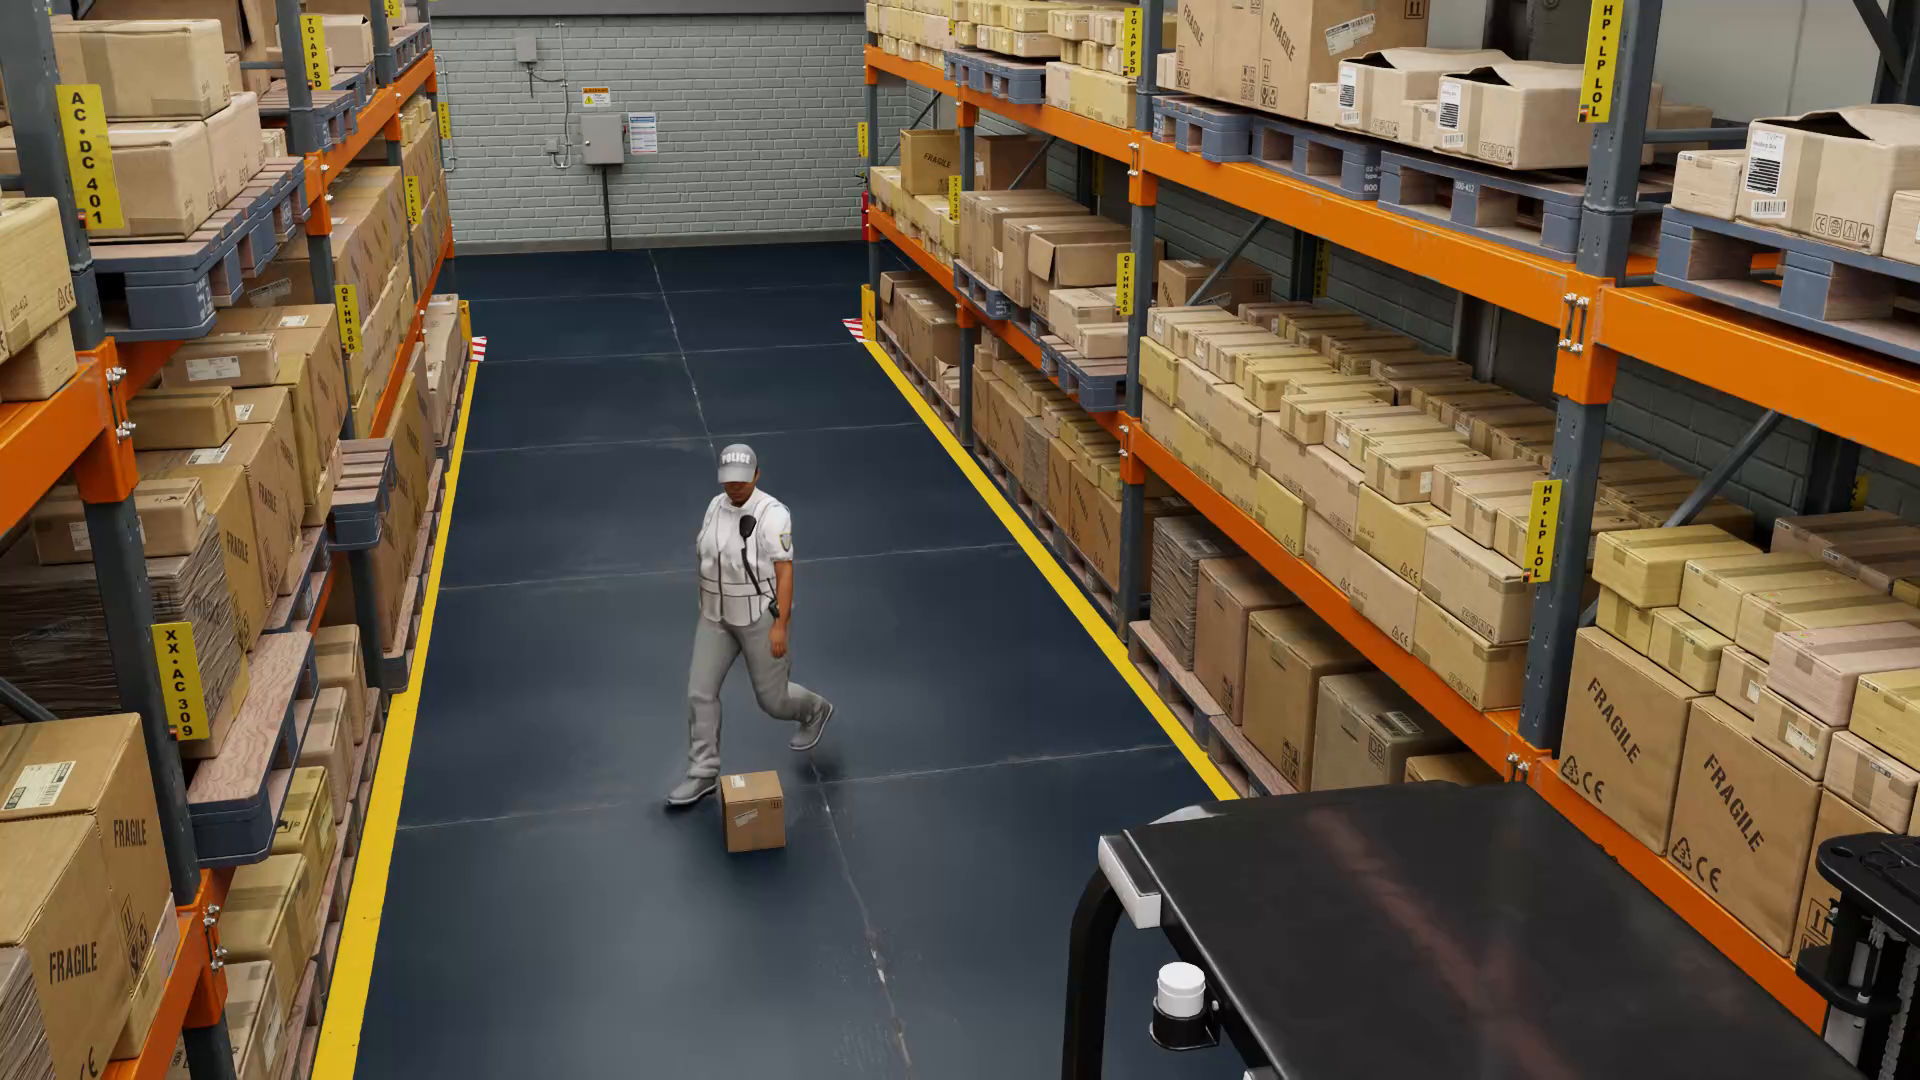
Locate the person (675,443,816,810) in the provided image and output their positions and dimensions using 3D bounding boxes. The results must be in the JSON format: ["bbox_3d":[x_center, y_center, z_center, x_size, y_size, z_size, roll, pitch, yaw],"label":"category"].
[{"bbox_3d":[-1.028,0.364,7.573,0.501,1.626,0.776,7,21,20],"label":"person"}]
